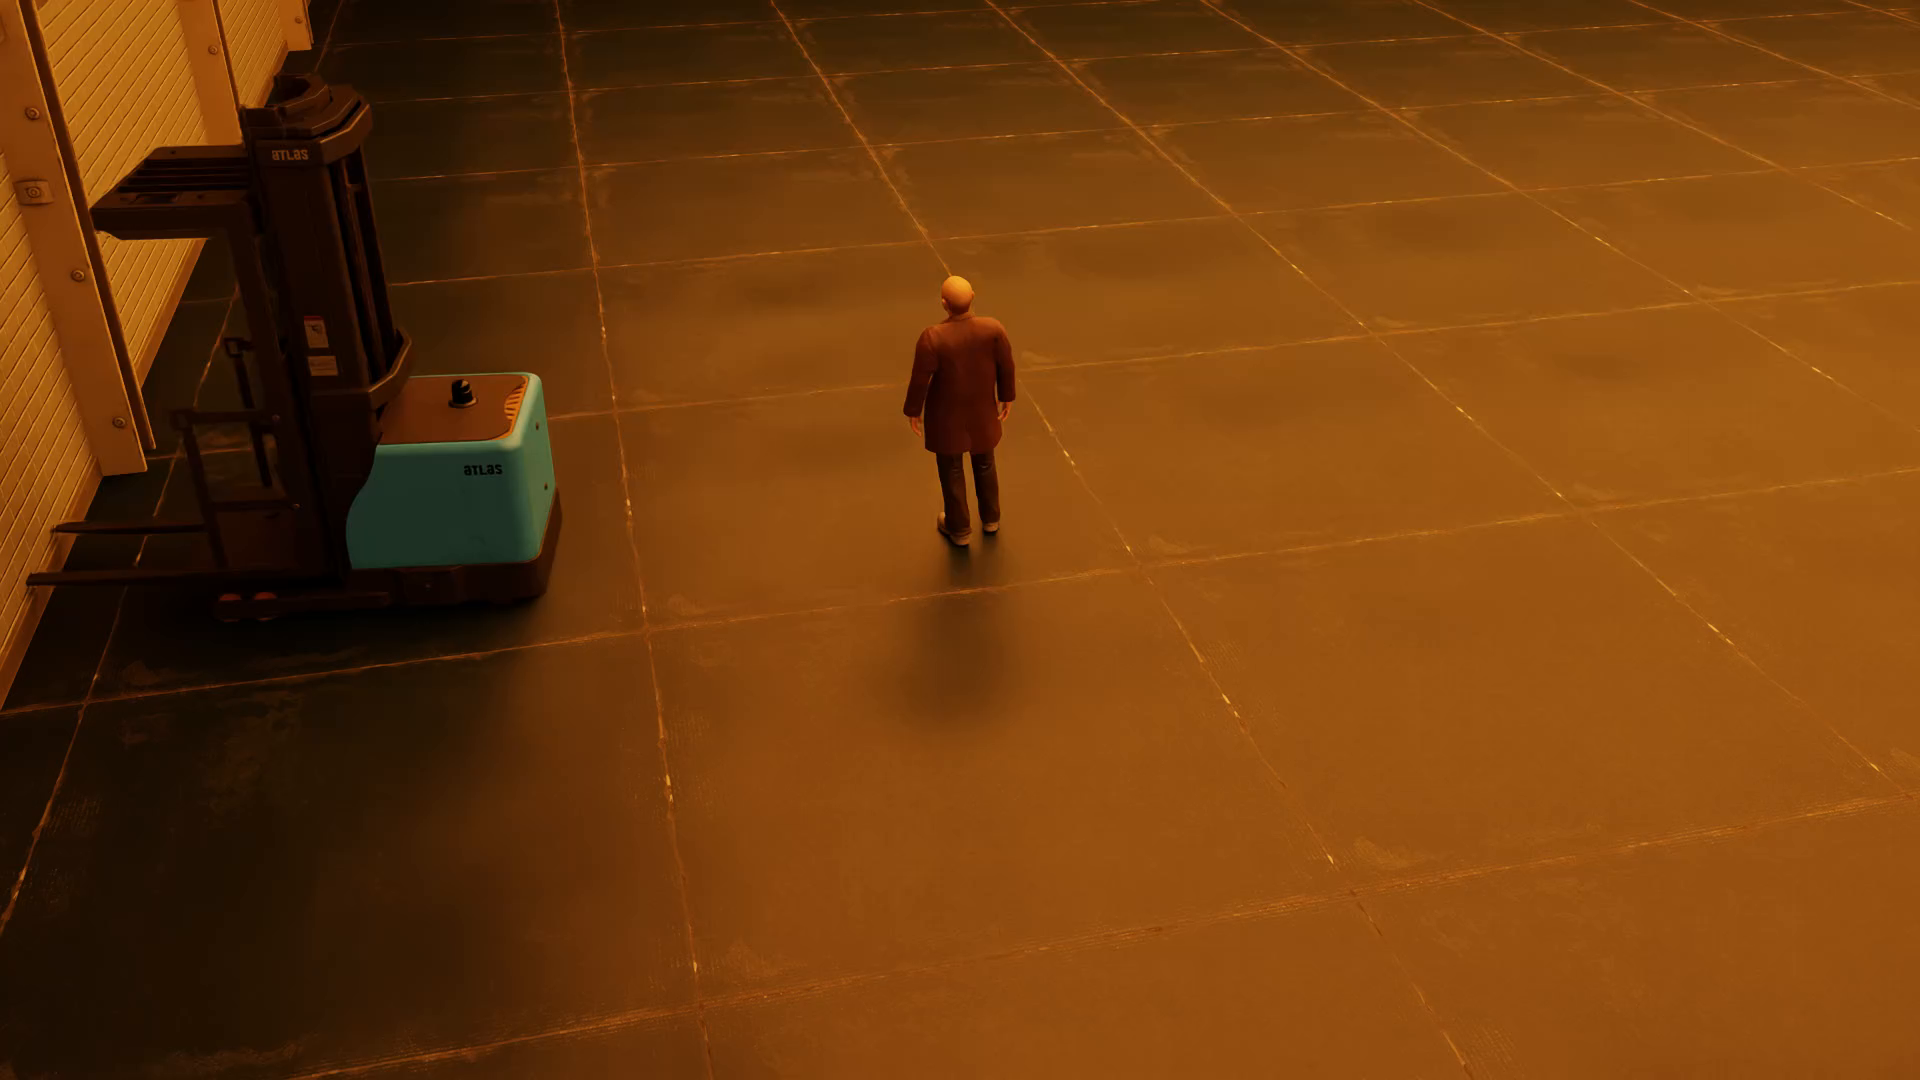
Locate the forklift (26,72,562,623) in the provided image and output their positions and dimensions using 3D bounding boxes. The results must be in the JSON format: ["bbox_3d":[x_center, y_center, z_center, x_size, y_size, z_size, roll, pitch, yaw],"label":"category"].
[{"bbox_3d":[-4.004,-1.065,9.415,3.031,2.935,1.130,-3,30,-4],"label":"forklift"}]

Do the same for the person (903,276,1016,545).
[{"bbox_3d":[-0.018,-0.821,10.129,0.696,1.778,0.579,-7,31,-12],"label":"person"}]
